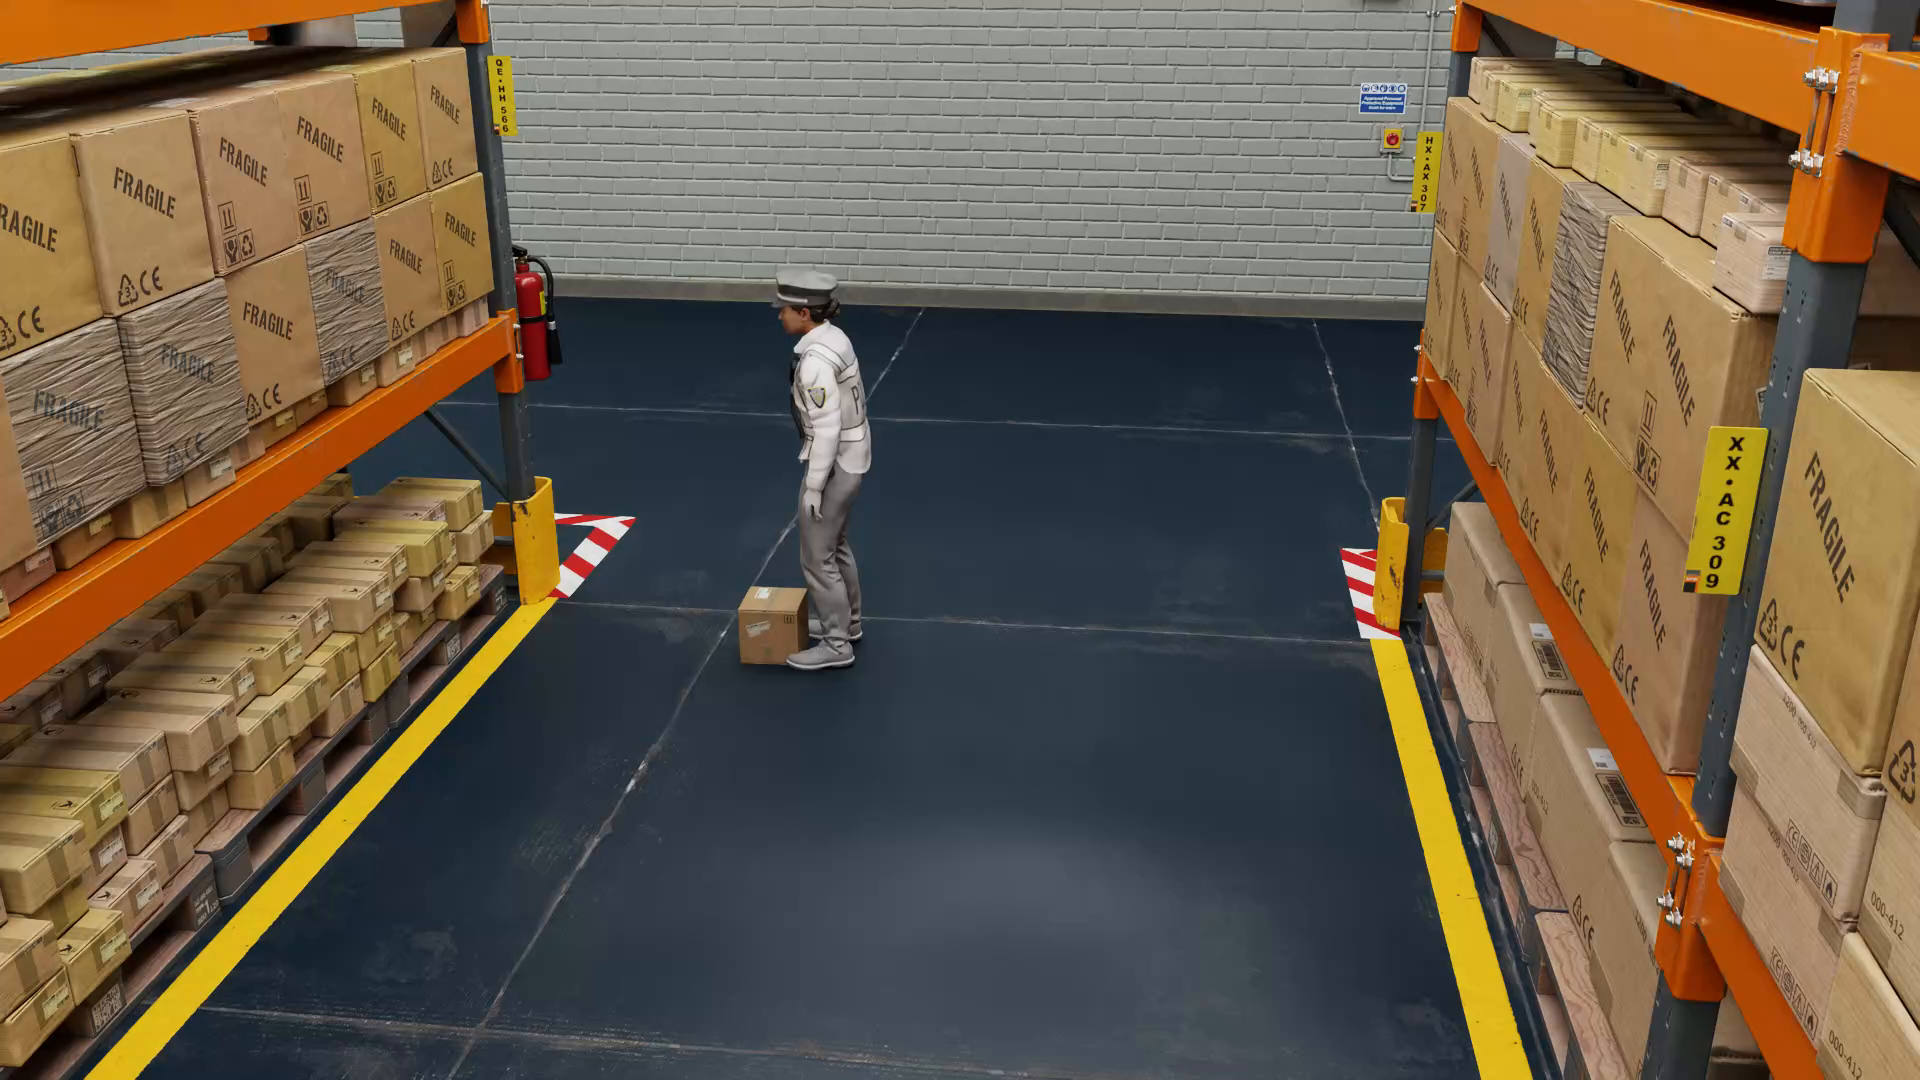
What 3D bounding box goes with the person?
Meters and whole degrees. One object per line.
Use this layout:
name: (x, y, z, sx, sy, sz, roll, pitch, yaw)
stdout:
person: (-0.551, -0.282, 6.803, 0.376, 1.663, 0.544, 1, 21, 3)
